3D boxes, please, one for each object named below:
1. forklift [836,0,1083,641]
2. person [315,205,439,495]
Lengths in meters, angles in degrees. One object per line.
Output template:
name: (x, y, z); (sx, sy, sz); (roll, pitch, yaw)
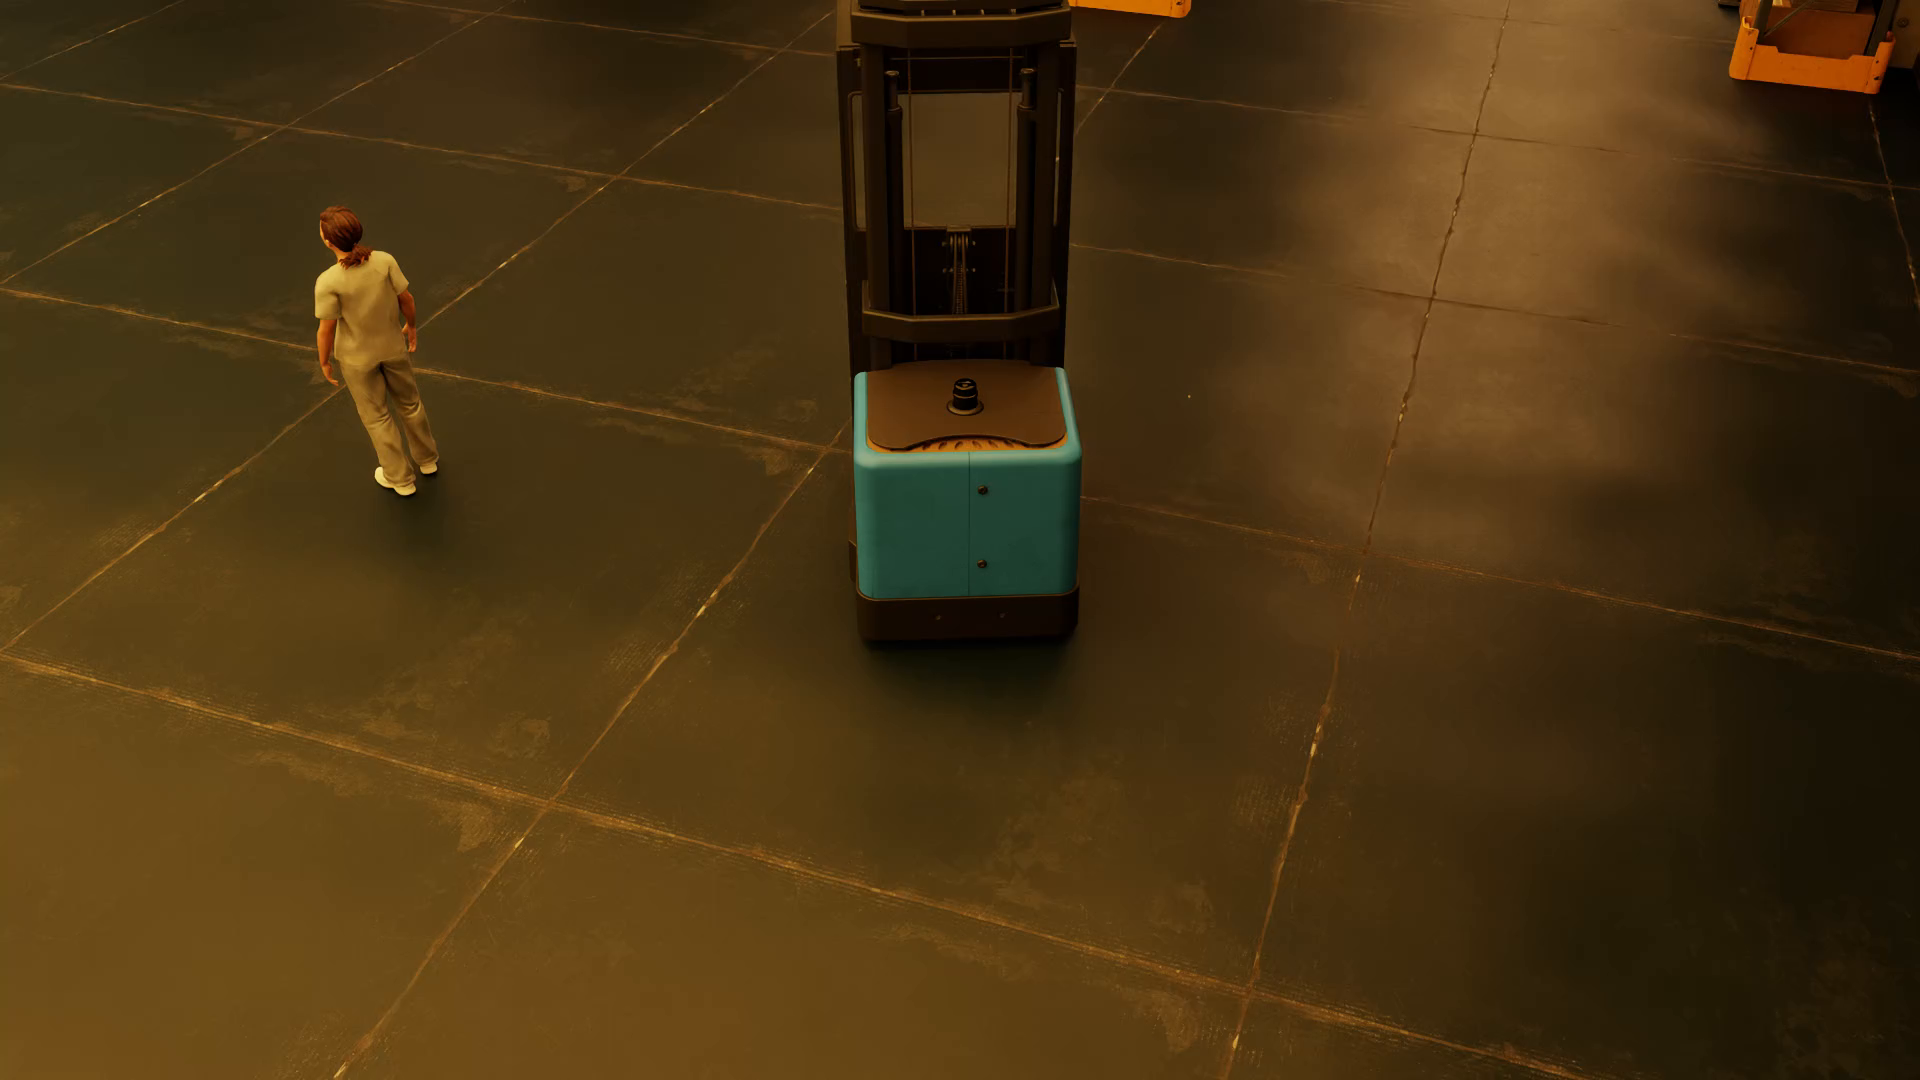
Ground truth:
forklift: (-0.029, -1.547, 8.293); (1.130, 2.935, 3.031); (-2, 35, -2)
person: (-3.048, -0.980, 8.576); (0.548, 1.660, 0.549); (-27, 43, -32)
